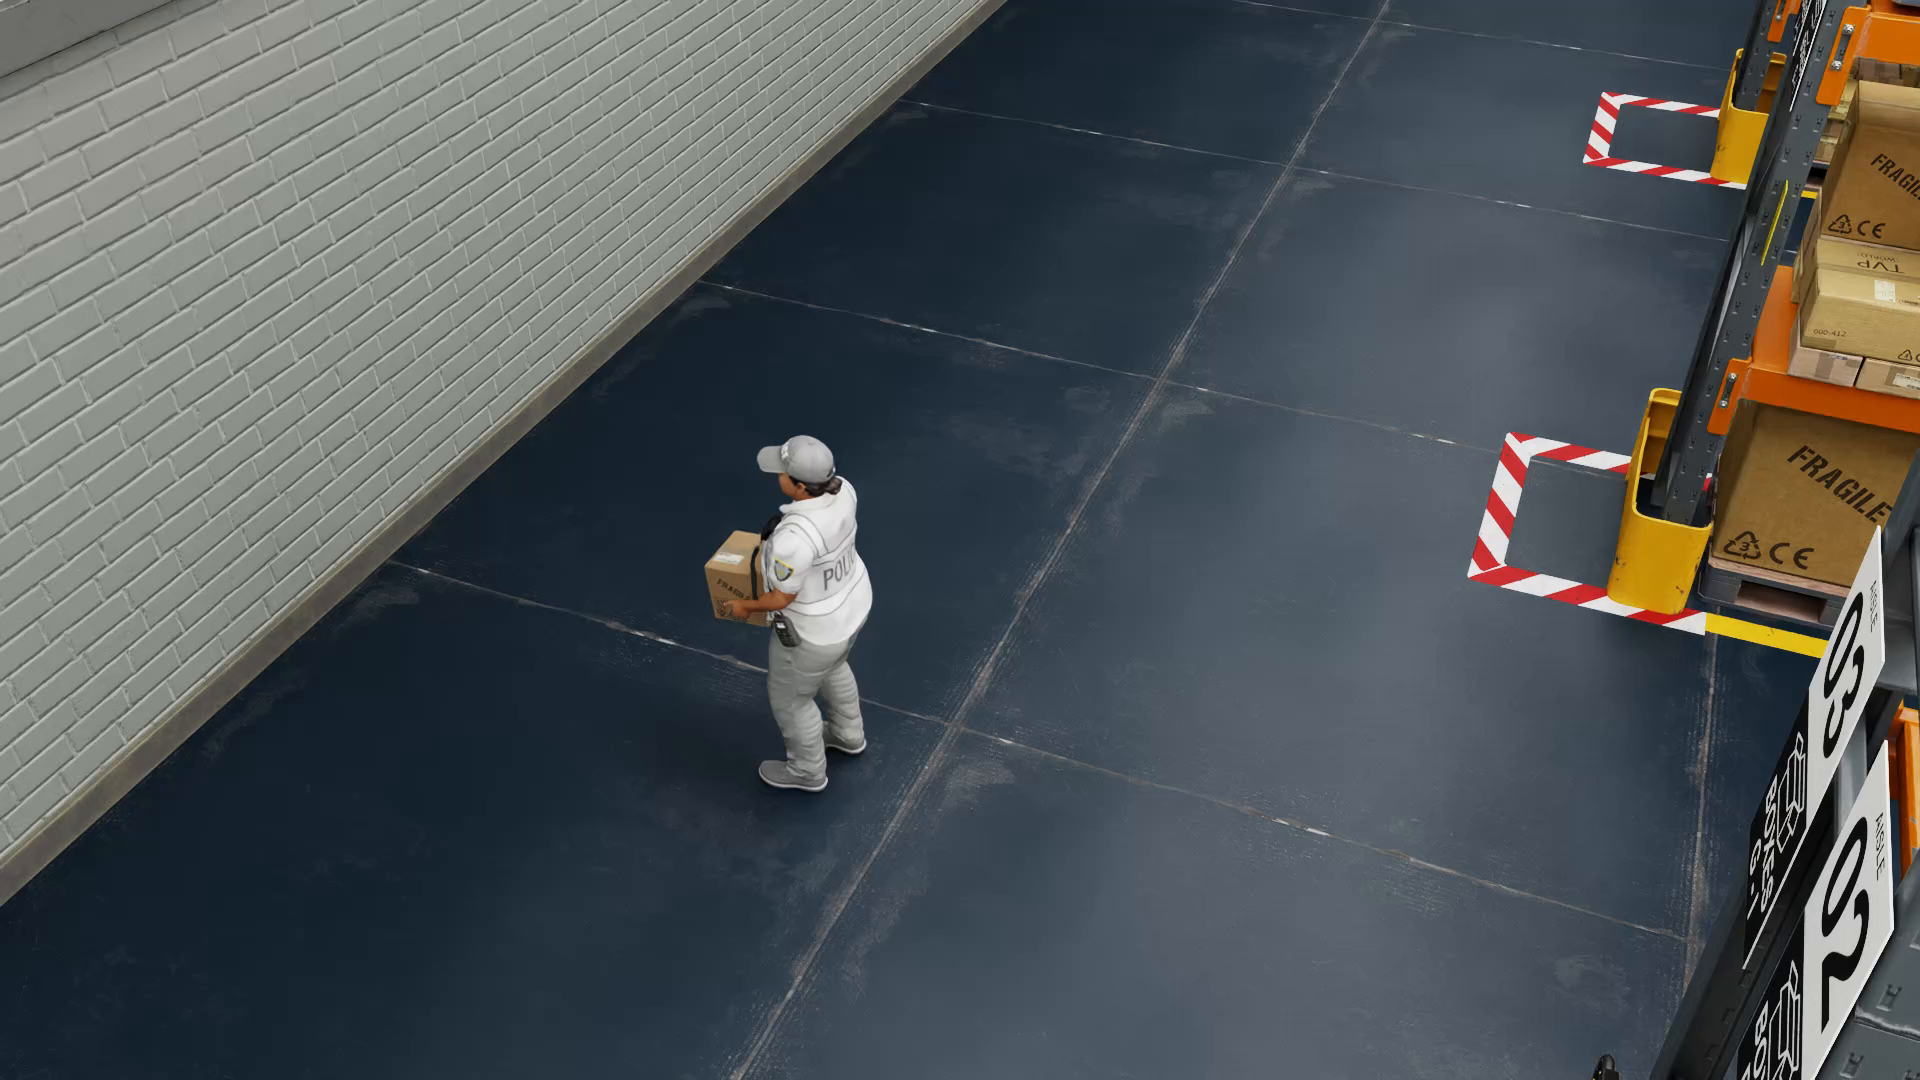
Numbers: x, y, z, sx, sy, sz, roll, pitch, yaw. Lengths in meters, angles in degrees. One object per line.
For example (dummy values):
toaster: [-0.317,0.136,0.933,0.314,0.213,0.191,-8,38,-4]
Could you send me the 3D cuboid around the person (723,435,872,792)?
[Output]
person: [-0.618,0.283,6.446,0.523,1.668,0.480,14,40,17]
